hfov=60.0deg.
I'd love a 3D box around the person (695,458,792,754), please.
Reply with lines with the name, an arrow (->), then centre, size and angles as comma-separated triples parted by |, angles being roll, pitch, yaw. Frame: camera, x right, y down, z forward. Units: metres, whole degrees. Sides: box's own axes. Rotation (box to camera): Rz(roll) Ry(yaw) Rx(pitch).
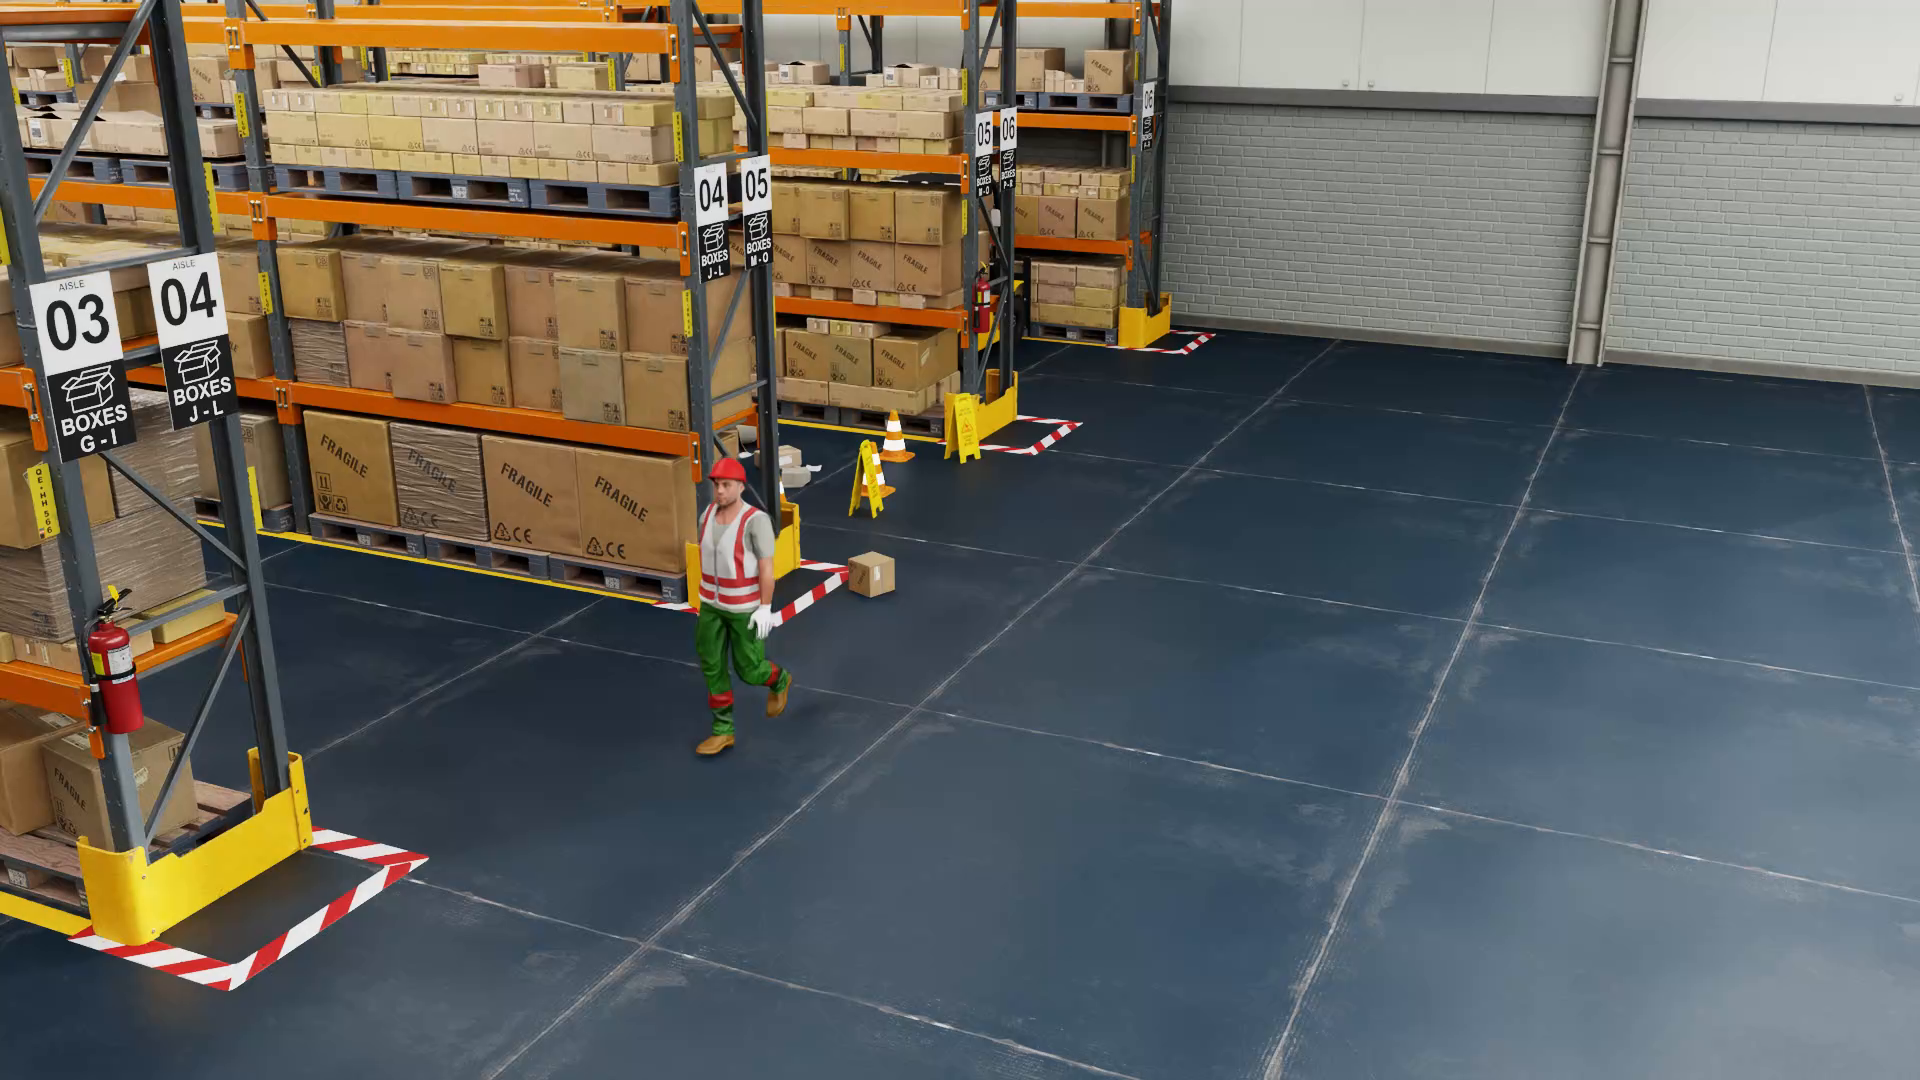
person -> -1.320, 0.369, 9.904 | 0.549, 1.773, 0.759 | 10, 21, 27
